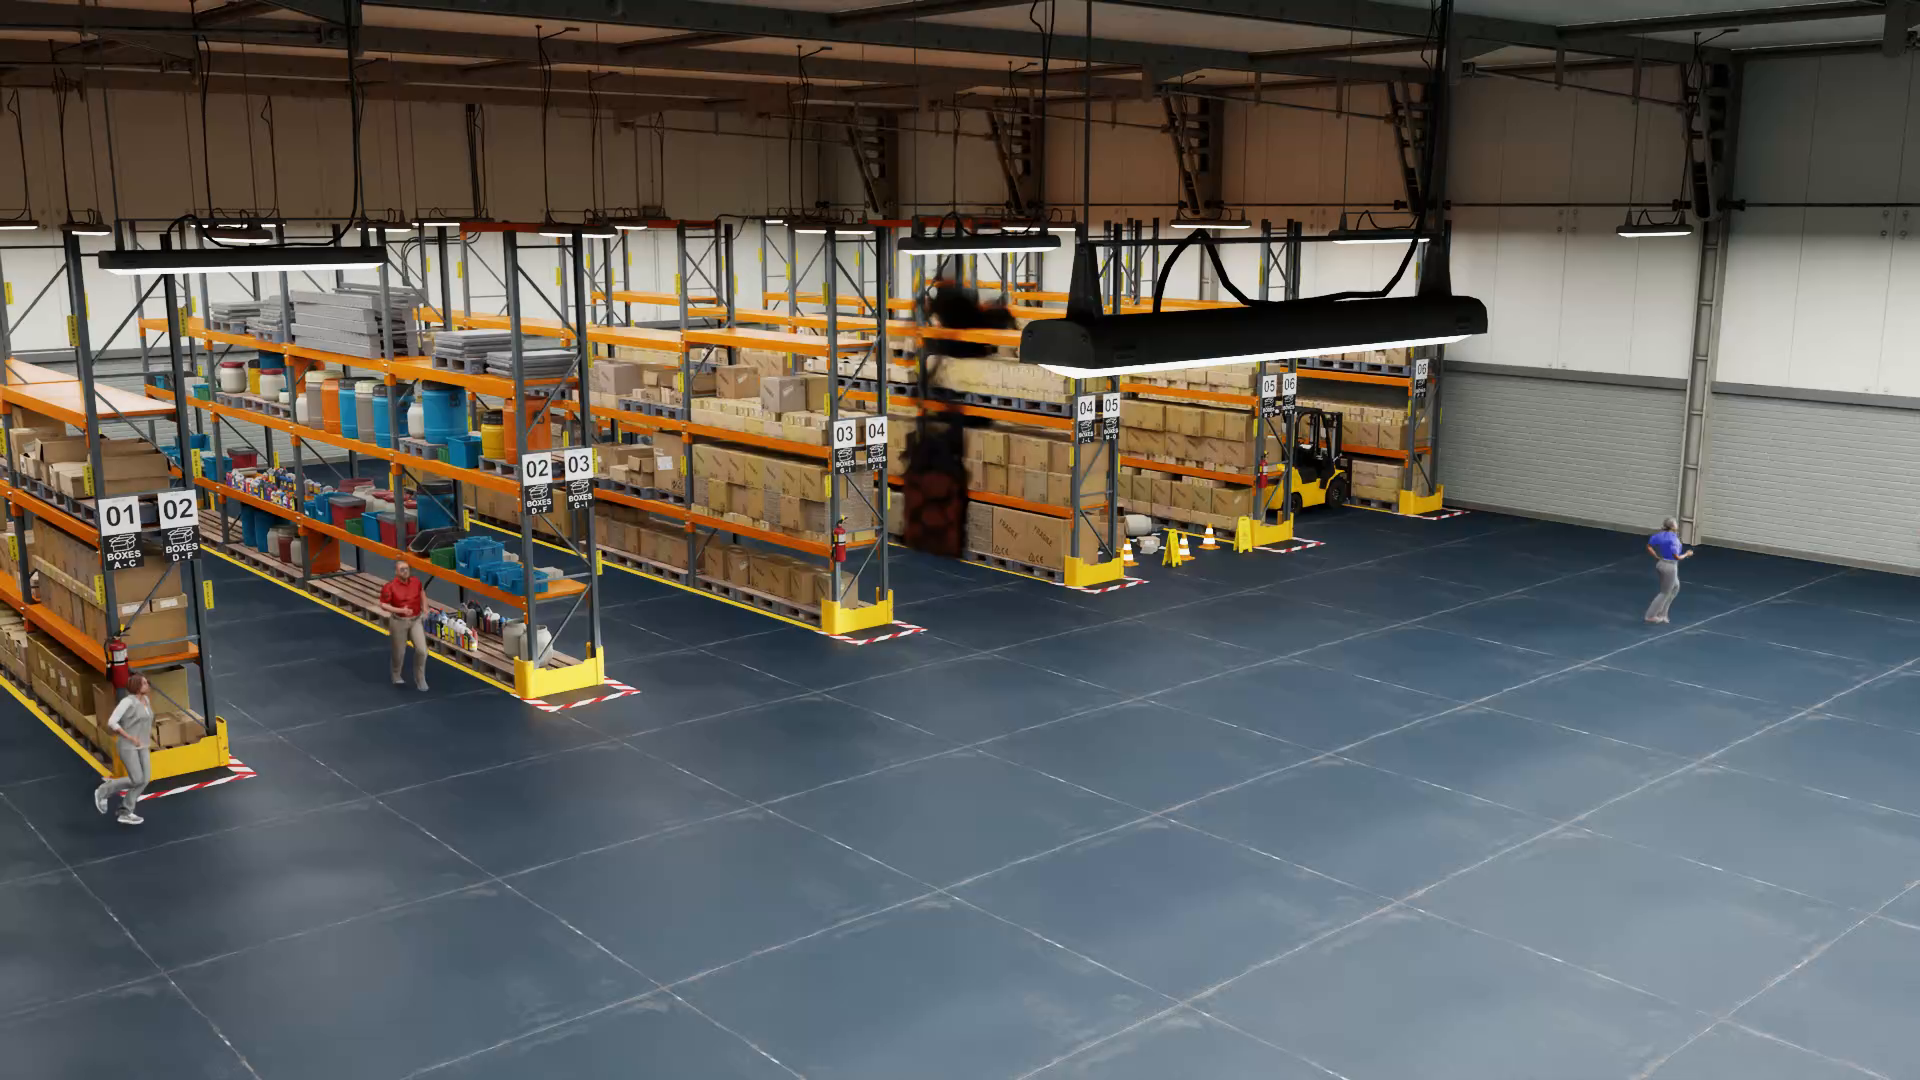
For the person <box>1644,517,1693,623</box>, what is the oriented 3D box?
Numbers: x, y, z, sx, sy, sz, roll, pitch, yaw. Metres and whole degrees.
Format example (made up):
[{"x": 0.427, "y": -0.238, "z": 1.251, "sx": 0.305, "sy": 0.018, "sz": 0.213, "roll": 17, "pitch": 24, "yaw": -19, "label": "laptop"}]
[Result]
[{"x": 10.810, "y": 0.486, "z": 25.372, "sx": 0.667, "sy": 1.672, "sz": 0.558, "roll": -1, "pitch": 11, "yaw": -4, "label": "person"}]

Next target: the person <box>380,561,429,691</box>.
[{"x": -7.287, "y": 1.158, "z": 21.922, "sx": 0.685, "sy": 1.816, "sz": 0.765, "roll": -10, "pitch": 15, "yaw": -40, "label": "person"}]

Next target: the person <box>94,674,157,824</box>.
[{"x": -8.697, "y": 2.158, "z": 17.399, "sx": 0.564, "sy": 1.505, "sz": 0.596, "roll": 2, "pitch": 12, "yaw": 8, "label": "person"}]

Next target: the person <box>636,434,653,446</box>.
[{"x": -7.974, "y": -2.912, "z": 41.976, "sx": 0.938, "sy": 1.695, "sz": 0.621, "roll": -9, "pitch": 14, "yaw": -37, "label": "person"}]
